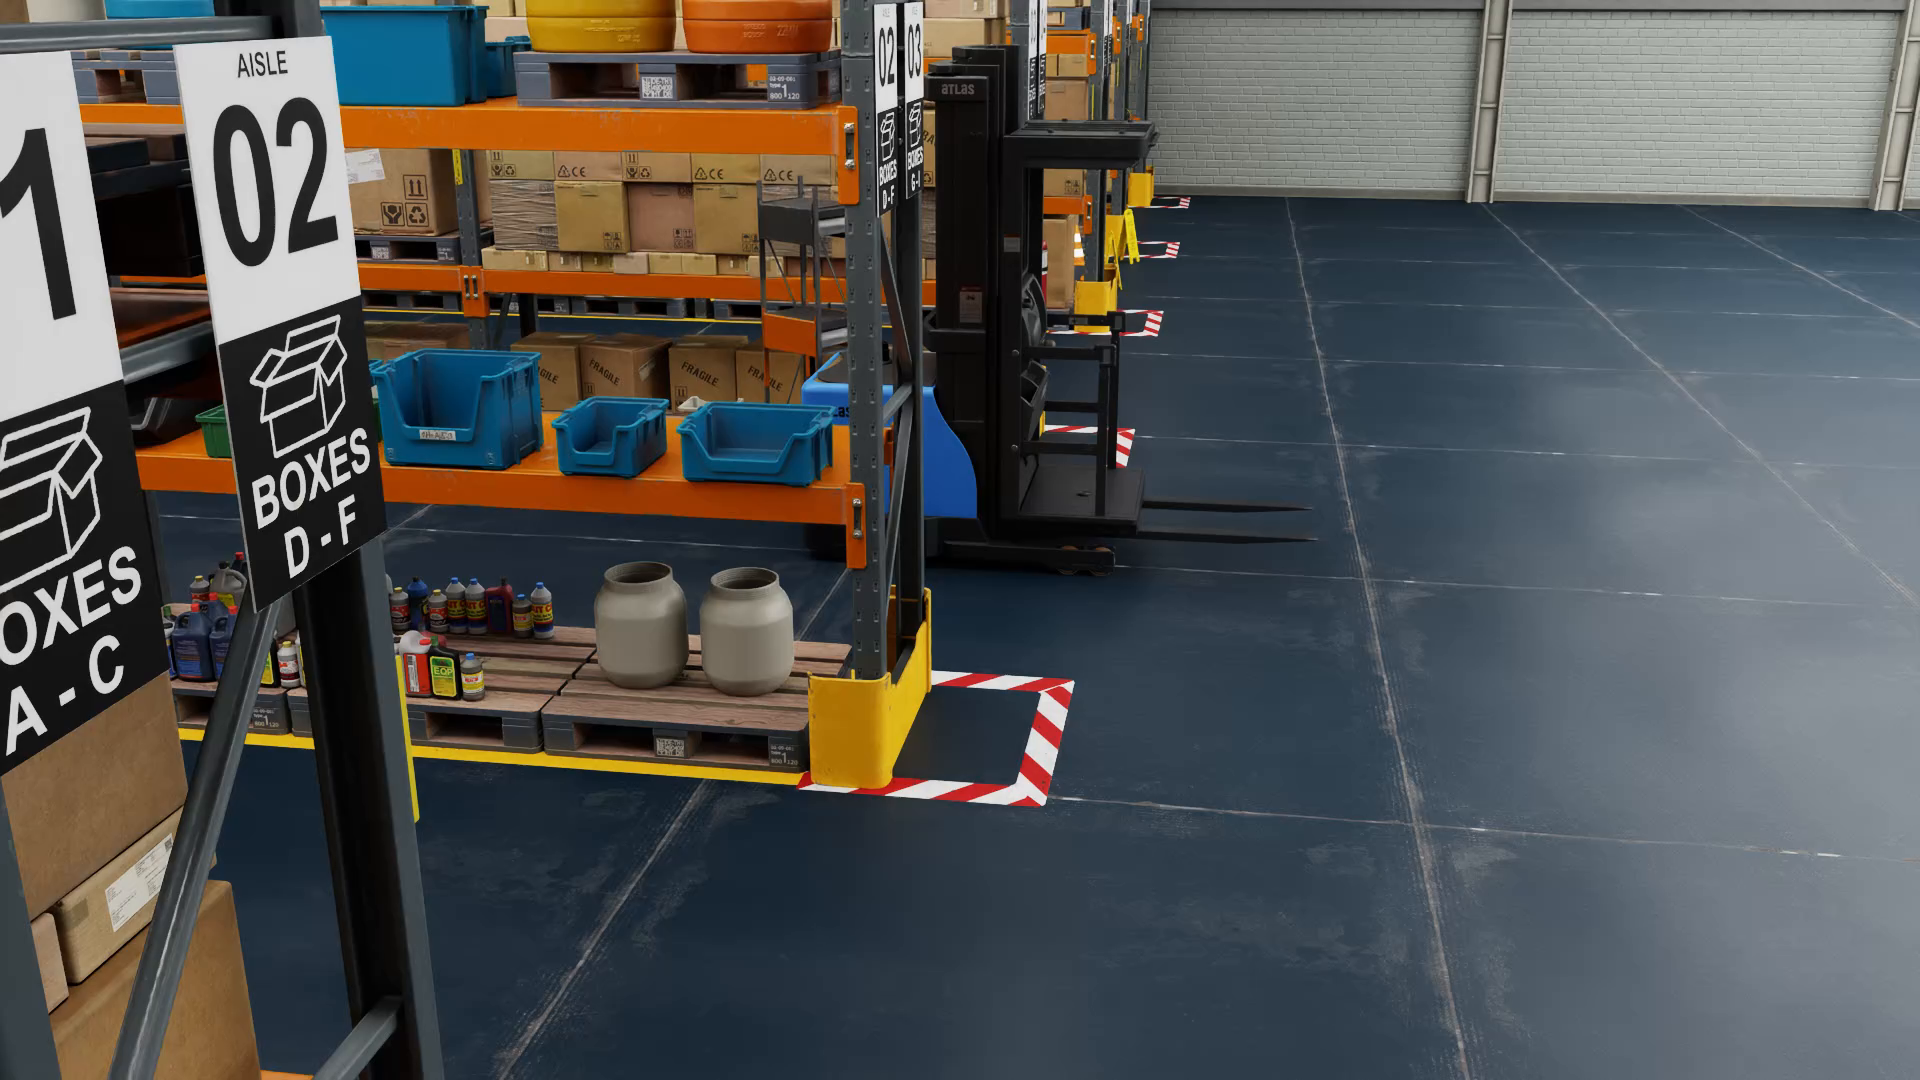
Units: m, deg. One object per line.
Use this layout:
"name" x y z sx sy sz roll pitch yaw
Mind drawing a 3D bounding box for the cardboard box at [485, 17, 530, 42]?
"cardboard box" -3.071 -3.557 11.715 0.500 0.250 0.500 2 19 7

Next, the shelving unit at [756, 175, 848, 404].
"shelving unit" -0.957 -1.257 10.750 0.503 2.100 0.431 15 23 37

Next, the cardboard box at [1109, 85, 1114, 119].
"cardboard box" 2.302 -6.757 25.612 0.500 0.500 0.500 3 19 7

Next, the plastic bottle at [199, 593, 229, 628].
"plastic bottle" -3.506 0.416 7.813 0.185 0.351 0.144 3 19 9

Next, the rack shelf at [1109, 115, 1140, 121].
"rack shelf" 0.855 -6.526 26.215 4.000 0.370 1.077 3 19 9

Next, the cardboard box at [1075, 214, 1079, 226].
"cardboard box" 1.294 -4.234 21.902 0.500 0.250 0.500 3 19 8

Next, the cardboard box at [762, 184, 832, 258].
"cardboard box" -1.064 -2.358 11.997 0.500 0.500 0.875 3 19 9

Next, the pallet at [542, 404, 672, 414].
"pallet" -2.806 -0.963 12.849 1.213 0.211 1.003 3 19 9

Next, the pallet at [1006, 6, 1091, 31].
"pallet" 0.627 -5.070 16.142 1.213 0.211 1.003 3 19 9

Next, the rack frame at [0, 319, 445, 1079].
"rack frame" -1.100 0.996 2.598 0.127 3.000 1.000 3 19 9

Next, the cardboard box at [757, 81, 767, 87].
"cardboard box" -1.668 -4.420 16.847 0.550 0.550 0.875 3 19 9

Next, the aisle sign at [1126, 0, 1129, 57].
"aisle sign" 2.062 -6.351 20.459 0.004 0.787 0.394 3 19 9

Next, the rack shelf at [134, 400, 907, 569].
"rack shelf" -2.286 -0.315 7.650 4.000 0.370 1.077 3 19 9

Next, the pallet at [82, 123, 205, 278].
"pallet" -1.794 -0.428 2.267 1.213 0.211 1.003 3 19 9

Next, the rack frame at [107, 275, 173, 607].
"rack frame" -4.260 -0.757 7.837 0.127 3.000 1.000 3 19 9

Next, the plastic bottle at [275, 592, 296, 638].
"plastic bottle" -3.388 0.326 8.201 0.135 0.276 0.152 3 19 9

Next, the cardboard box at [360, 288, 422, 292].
"cardboard box" -5.951 -3.132 17.820 0.750 0.750 1.050 3 19 8

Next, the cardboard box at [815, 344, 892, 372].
"cardboard box" -0.735 -1.177 12.371 0.500 0.500 0.500 8 20 23

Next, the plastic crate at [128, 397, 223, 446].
"plastic crate" -3.764 -0.661 7.649 0.504 0.338 0.767 3 19 9

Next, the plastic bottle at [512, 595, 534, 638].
"plastic bottle" -2.154 0.369 8.190 0.097 0.201 0.097 0 18 0

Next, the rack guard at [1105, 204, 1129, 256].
"rack guard" 1.971 -4.030 21.560 0.348 0.500 1.175 3 19 9

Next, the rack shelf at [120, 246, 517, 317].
"rack shelf" -5.450 -2.068 12.890 4.000 0.370 1.077 3 19 9

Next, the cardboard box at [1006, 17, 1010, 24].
"cardboard box" 0.649 -6.503 20.680 0.250 0.149 0.380 3 19 8

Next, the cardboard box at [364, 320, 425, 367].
"cardboard box" -4.546 -1.399 13.003 0.500 0.500 0.700 3 19 8

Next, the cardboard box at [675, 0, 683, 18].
"cardboard box" -1.909 -3.682 11.461 0.250 0.149 0.380 3 19 8

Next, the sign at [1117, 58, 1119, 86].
"sign" 1.939 -5.738 20.401 0.005 0.325 0.100 3 19 9

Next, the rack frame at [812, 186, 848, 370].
"rack frame" -0.769 -1.207 10.602 0.015 2.100 0.400 15 23 37

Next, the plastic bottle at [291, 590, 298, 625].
"plastic bottle" -3.389 0.243 8.332 0.185 0.351 0.144 2 19 6

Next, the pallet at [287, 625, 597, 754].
"pallet" -2.396 0.673 7.958 1.213 0.211 1.003 3 19 9

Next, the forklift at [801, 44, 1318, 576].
"forklift" 0.622 -1.359 9.747 3.031 2.935 1.130 3 19 8

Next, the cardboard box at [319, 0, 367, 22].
"cardboard box" -4.419 -3.882 12.001 0.258 0.266 0.396 4 19 11

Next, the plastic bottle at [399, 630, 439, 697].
"plastic bottle" -2.438 0.551 7.527 0.135 0.276 0.152 3 19 9

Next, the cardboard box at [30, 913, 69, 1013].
"cardboard box" -1.508 0.682 2.358 0.250 0.149 0.380 3 19 8

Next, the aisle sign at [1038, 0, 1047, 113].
"aisle sign" 0.583 -3.431 11.732 0.004 0.787 0.394 3 19 9

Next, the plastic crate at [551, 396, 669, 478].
"plastic crate" -1.493 -0.451 7.157 0.408 0.251 0.499 3 19 9

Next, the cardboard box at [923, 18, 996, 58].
"cardboard box" -0.042 -3.403 11.256 0.500 0.250 0.500 3 19 10

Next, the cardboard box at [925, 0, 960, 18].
"cardboard box" -0.088 -3.614 11.256 0.250 0.149 0.380 2 19 7

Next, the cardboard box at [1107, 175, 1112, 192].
"cardboard box" 2.316 -5.587 25.945 0.500 0.250 0.500 3 19 9

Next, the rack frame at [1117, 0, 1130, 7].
"rack frame" 2.046 -8.057 20.200 0.127 3.000 1.000 3 19 9

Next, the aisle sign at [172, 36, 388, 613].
"aisle sign" -0.987 -0.329 2.463 0.004 0.787 0.394 3 19 9

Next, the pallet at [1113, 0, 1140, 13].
"pallet" 2.136 -8.191 25.469 1.213 0.211 1.003 3 19 9

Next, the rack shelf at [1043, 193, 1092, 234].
"rack shelf" -0.614 -3.415 16.917 4.000 0.370 1.077 3 19 9

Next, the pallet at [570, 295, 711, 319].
"pallet" -3.362 -2.550 17.592 1.213 0.211 1.003 3 19 9

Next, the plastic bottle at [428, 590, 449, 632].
"plastic bottle" -2.587 0.347 8.256 0.097 0.201 0.097 0 18 0

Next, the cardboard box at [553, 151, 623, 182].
"cardboard box" -2.577 -2.844 11.874 0.500 0.500 0.500 3 19 9

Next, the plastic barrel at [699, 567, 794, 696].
"plastic barrel" -0.973 0.416 7.591 0.421 0.512 0.421 0 18 0

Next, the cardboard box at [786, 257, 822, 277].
"cardboard box" -1.076 -1.995 11.935 0.250 0.149 0.380 3 19 9

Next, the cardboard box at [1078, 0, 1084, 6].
"cardboard box" 1.073 -5.323 16.335 0.250 0.149 0.380 3 19 9

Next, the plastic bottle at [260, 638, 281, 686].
"plastic bottle" -3.187 0.524 7.596 0.133 0.283 0.061 4 19 11

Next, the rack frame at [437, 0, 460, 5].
"rack frame" -3.475 -5.153 11.523 0.127 3.000 1.000 3 19 9

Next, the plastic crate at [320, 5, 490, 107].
"plastic crate" -2.242 -1.972 6.767 0.575 0.384 0.392 3 19 9

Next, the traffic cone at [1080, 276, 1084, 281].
"traffic cone" 1.577 -3.261 19.321 0.334 0.463 0.336 3 19 9

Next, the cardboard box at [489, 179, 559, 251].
"cardboard box" -3.040 -2.455 12.286 0.500 0.500 0.875 3 19 9

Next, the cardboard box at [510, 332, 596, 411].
"cardboard box" -3.086 -1.289 12.707 0.500 0.500 0.500 2 19 7

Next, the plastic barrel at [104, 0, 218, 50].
"plastic barrel" -3.295 -2.532 6.965 0.708 0.901 0.600 3 19 9

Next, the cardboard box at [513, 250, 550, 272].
"cardboard box" -3.066 -2.068 12.151 0.250 0.149 0.380 3 19 9

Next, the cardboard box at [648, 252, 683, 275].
"cardboard box" -2.072 -2.029 12.036 0.250 0.149 0.380 3 19 9

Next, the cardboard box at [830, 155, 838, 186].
"cardboard box" -0.602 -2.743 11.573 0.500 0.500 0.500 3 19 9
